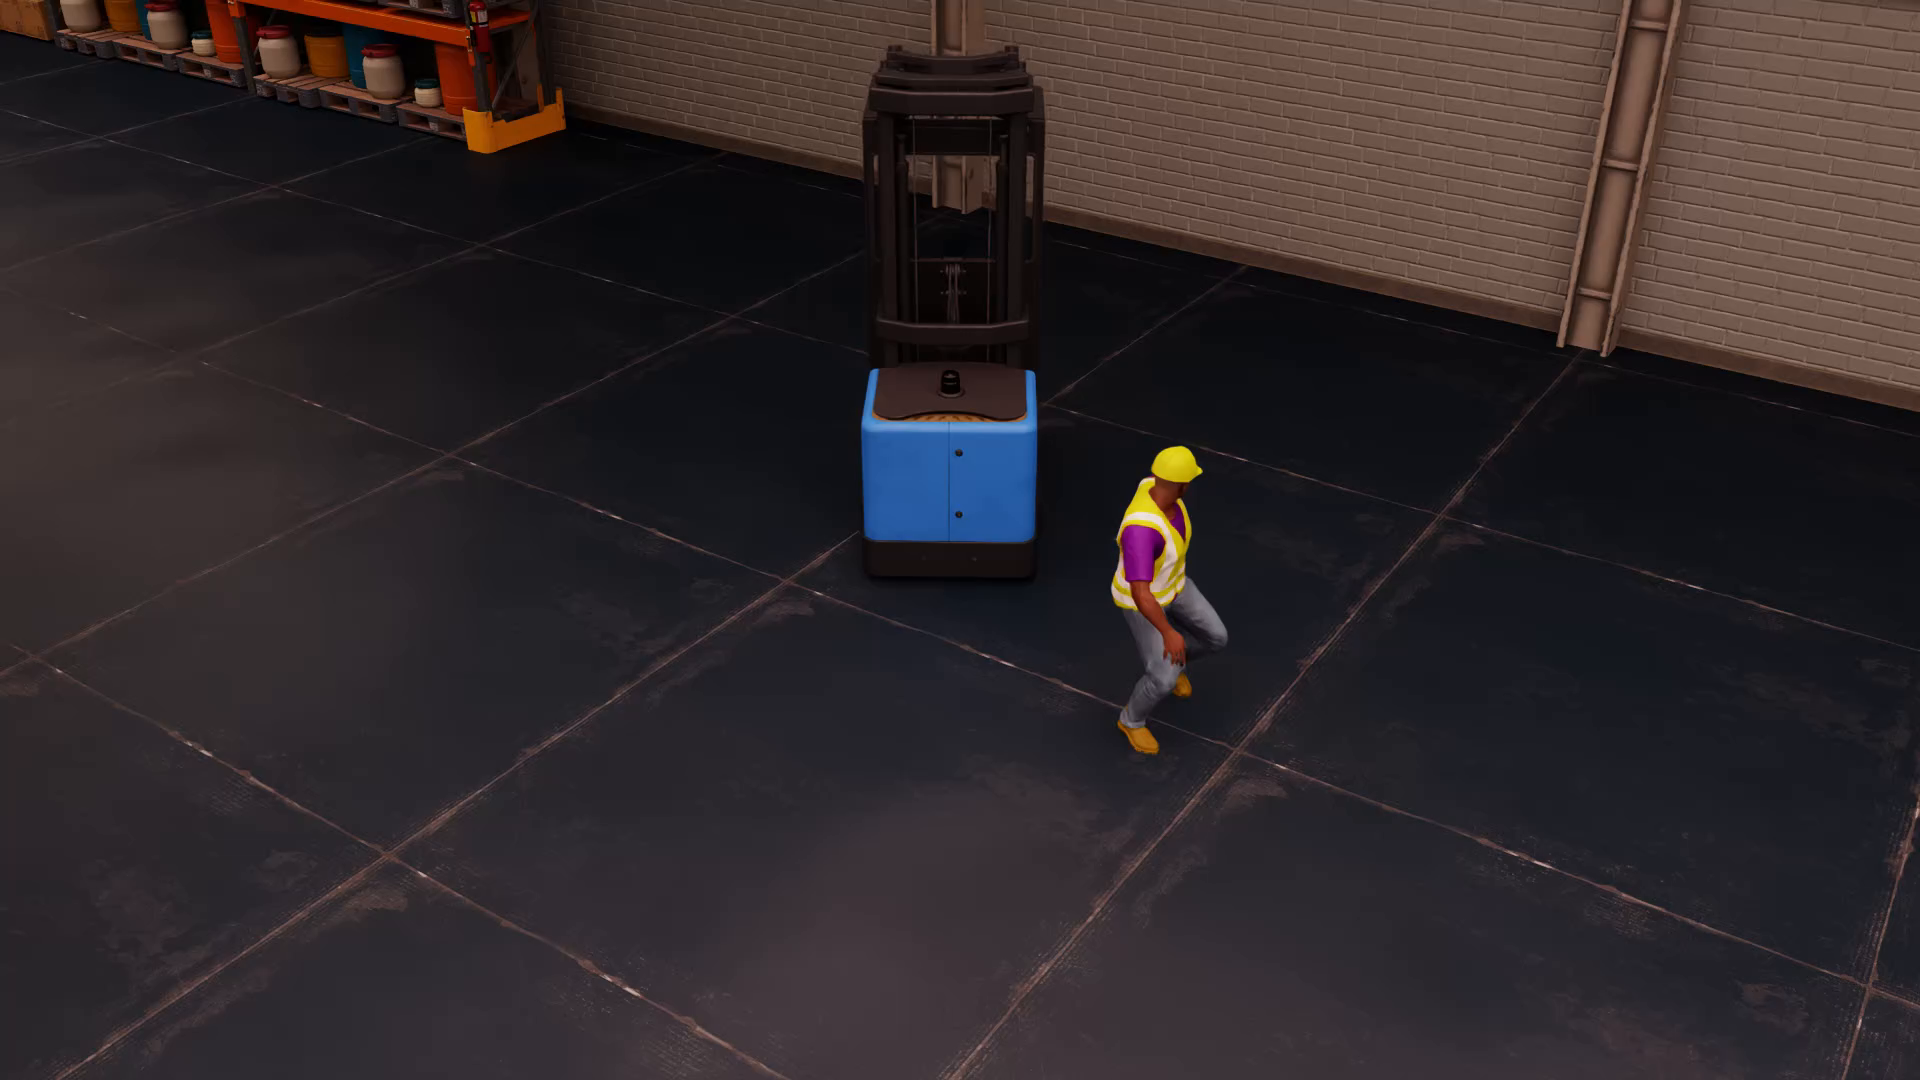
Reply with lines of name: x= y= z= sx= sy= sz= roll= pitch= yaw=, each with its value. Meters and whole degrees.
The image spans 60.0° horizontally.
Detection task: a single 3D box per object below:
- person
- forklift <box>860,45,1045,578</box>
person: x=1.040 y=0.257 z=8.419 sx=0.621 sy=1.664 sz=0.858 roll=20 pitch=36 yaw=31
forklift: x=-0.032 y=-1.743 z=10.583 sx=1.130 sy=2.935 sz=3.031 roll=1 pitch=30 yaw=1
